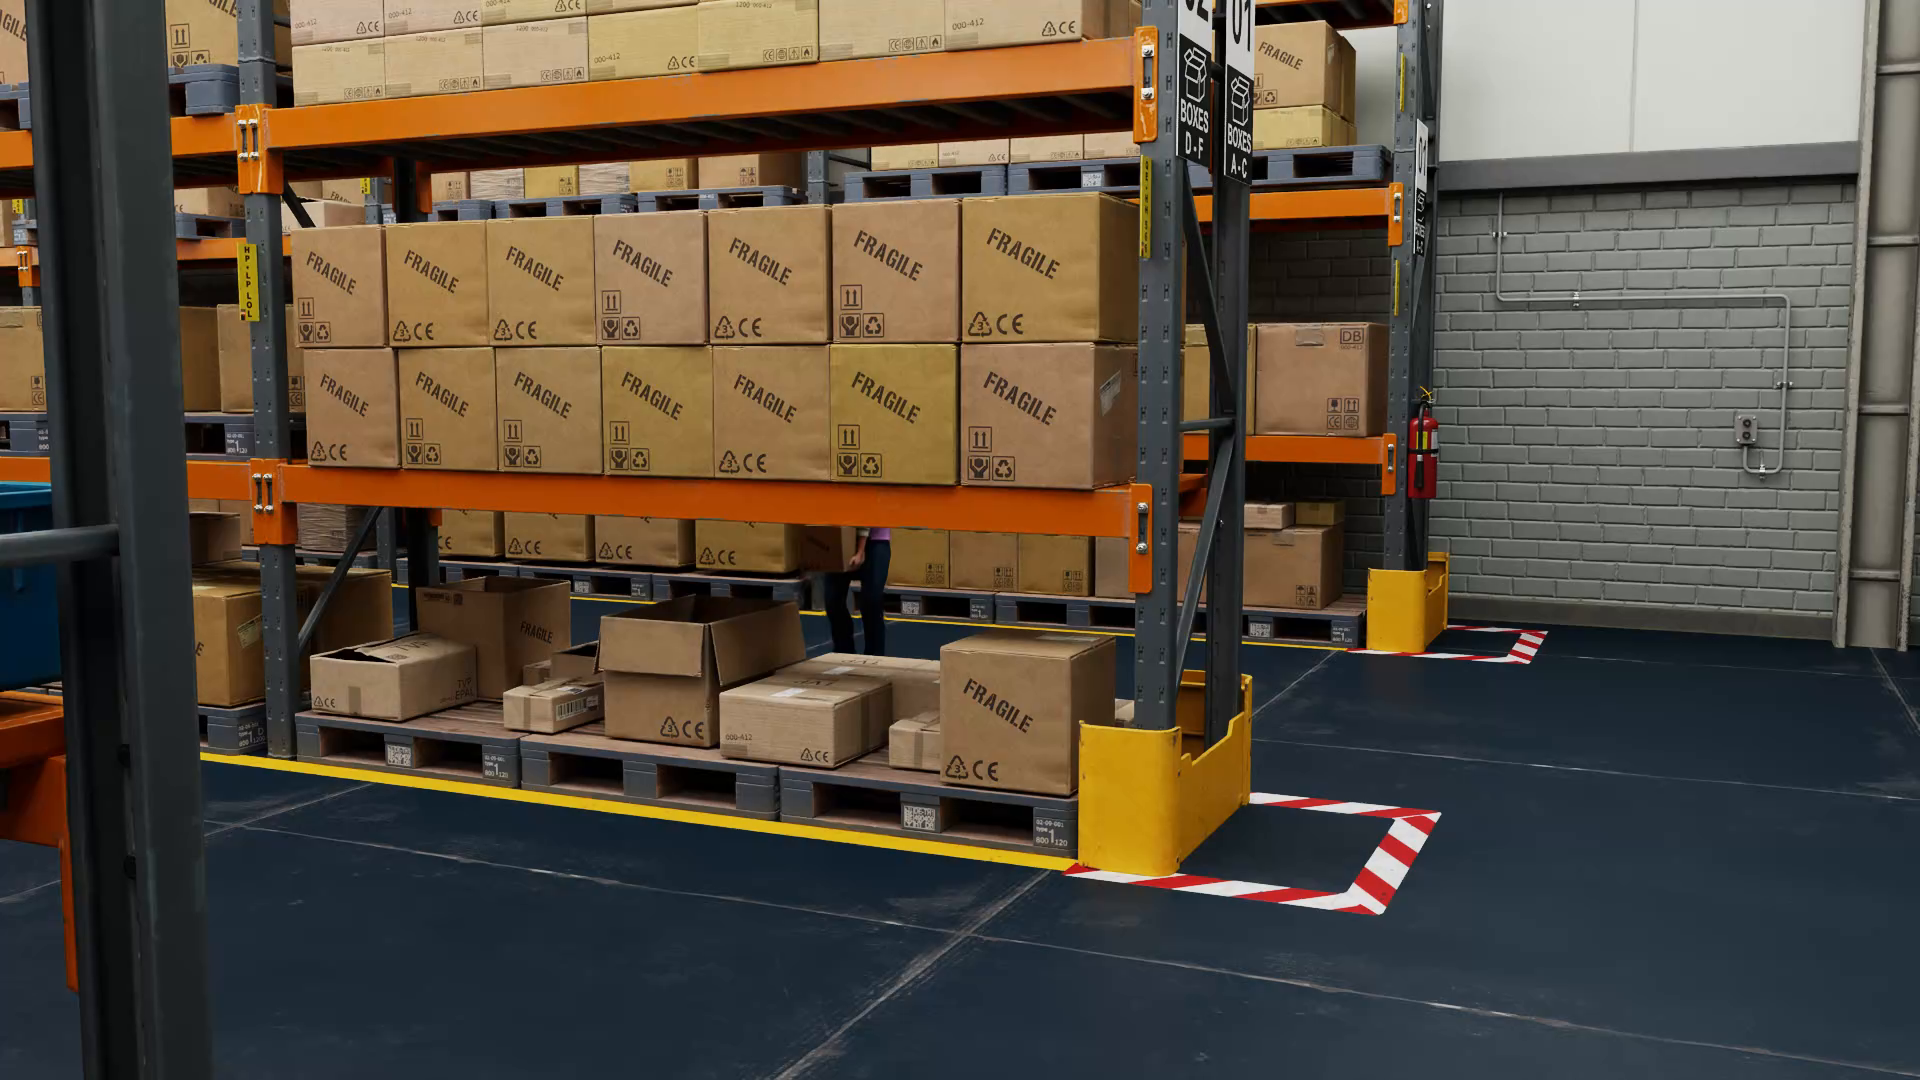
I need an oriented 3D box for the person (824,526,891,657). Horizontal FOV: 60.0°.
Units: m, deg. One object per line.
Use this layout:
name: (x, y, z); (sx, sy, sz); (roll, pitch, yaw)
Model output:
person: (-0.582, 0.056, 8.825); (0.377, 1.523, 0.557); (2, 6, 22)
